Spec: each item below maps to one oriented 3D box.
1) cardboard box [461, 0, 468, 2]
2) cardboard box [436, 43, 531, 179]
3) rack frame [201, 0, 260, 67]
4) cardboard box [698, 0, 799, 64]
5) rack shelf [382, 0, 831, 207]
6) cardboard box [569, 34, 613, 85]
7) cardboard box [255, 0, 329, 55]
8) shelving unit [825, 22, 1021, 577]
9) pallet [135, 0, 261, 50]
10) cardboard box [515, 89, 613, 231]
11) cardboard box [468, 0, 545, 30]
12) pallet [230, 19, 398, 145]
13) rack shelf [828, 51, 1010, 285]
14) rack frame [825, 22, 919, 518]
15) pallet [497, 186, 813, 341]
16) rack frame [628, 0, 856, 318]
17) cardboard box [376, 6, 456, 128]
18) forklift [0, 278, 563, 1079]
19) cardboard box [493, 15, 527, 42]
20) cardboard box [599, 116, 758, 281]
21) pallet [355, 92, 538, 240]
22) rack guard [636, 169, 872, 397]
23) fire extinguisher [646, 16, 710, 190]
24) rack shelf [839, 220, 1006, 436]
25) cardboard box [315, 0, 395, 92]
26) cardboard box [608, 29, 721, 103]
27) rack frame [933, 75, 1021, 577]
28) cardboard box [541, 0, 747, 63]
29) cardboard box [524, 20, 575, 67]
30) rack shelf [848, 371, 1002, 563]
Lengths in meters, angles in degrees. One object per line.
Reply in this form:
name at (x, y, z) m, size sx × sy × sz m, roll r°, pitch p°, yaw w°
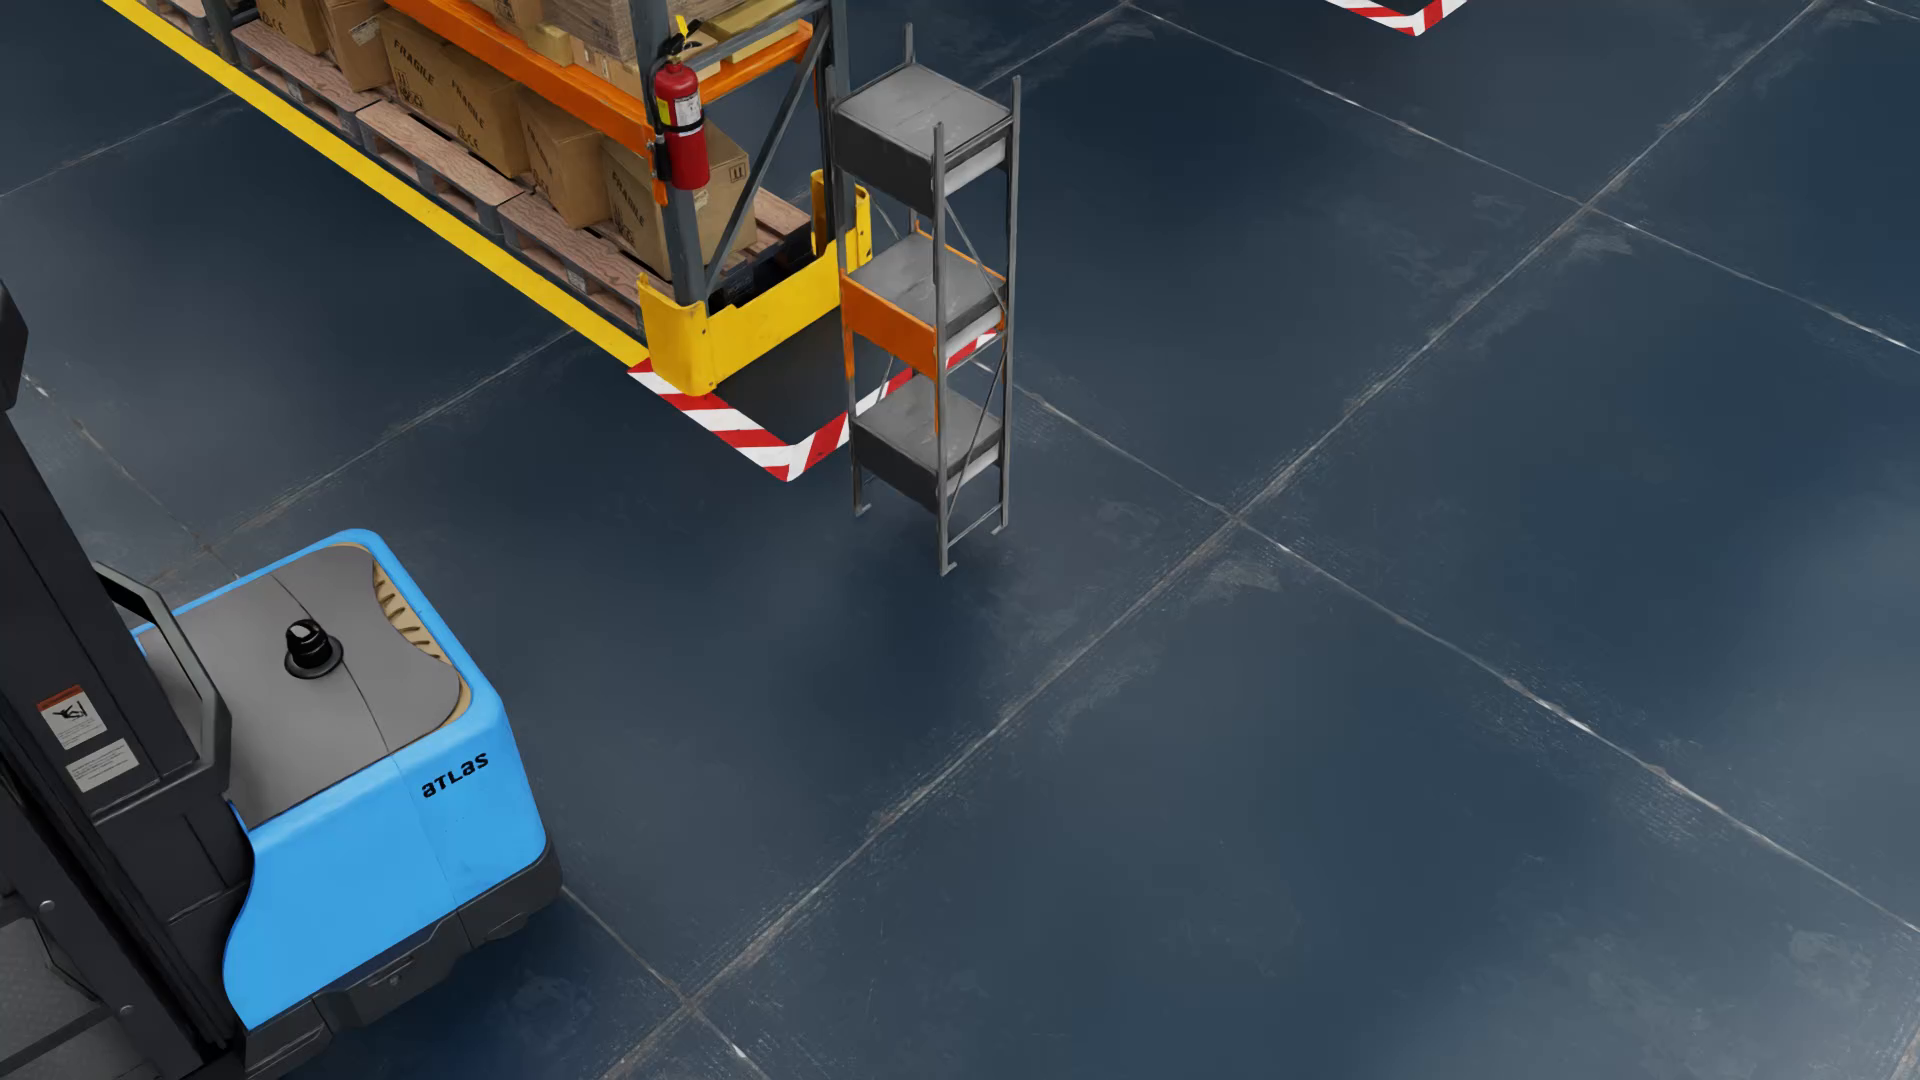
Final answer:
cardboard box at (-2.137, -2.564, 7.380) m, size 0.250 × 0.149 × 0.380 m, roll 34°, pitch 55°, yaw 28°
cardboard box at (-2.215, -2.213, 8.305) m, size 0.500 × 0.500 × 0.500 m, roll -33°, pitch 55°, yaw -27°
rack frame at (-3.797, -3.988, 8.545) m, size 0.127 × 3.000 × 1.000 m, roll 34°, pitch 55°, yaw 28°
cardboard box at (-0.906, -2.193, 7.032) m, size 0.250 × 0.149 × 0.380 m, roll 34°, pitch 55°, yaw 28°
rack shelf at (-2.328, -2.753, 7.879) m, size 4.000 × 0.370 × 1.077 m, roll 34°, pitch 55°, yaw 28°
cardboard box at (-1.391, -2.078, 6.925) m, size 0.250 × 0.149 × 0.380 m, roll 34°, pitch 55°, yaw 28°
cardboard box at (-3.531, -3.057, 9.098) m, size 0.500 × 0.500 × 0.500 m, roll 32°, pitch 55°, yaw 27°
shelving unit at (-0.122, -0.801, 6.170) m, size 0.503 × 2.100 × 0.431 m, roll 34°, pitch 55°, yaw 28°
pallet at (-4.370, -3.418, 9.923) m, size 1.213 × 0.211 × 1.003 m, roll 34°, pitch 55°, yaw 28°
cardboard box at (-1.768, -1.893, 8.005) m, size 0.500 × 0.500 × 0.500 m, roll -25°, pitch 52°, yaw -21°
cardboard box at (-1.692, -2.616, 6.984) m, size 0.500 × 0.500 × 0.875 m, roll 34°, pitch 55°, yaw 28°
pallet at (-3.280, -2.720, 9.268) m, size 1.213 × 0.211 × 1.003 m, roll 34°, pitch 55°, yaw 28°
rack shelf at (-0.122, -1.270, 5.670) m, size 0.480 × 0.518 × 0.431 m, roll 34°, pitch 55°, yaw 28°
rack frame at (-0.301, -0.921, 6.283) m, size 0.015 × 2.100 × 0.400 m, roll 34°, pitch 55°, yaw 28°
pallet at (-1.487, -1.514, 8.135) m, size 1.213 × 0.211 × 1.003 m, roll 34°, pitch 55°, yaw 28°
rack frame at (-0.858, -2.010, 6.688) m, size 0.127 × 3.000 × 1.000 m, roll 34°, pitch 55°, yaw 28°
cardboard box at (-2.595, -2.513, 8.587) m, size 0.500 × 0.500 × 0.500 m, roll 29°, pitch 53°, yaw 25°
forklift at (-2.826, 0.607, 4.278) m, size 3.031 × 2.935 × 1.130 m, roll -30°, pitch 54°, yaw -25°
cardboard box at (-1.783, -2.306, 7.139) m, size 0.250 × 0.149 × 0.380 m, roll 34°, pitch 55°, yaw 28°
cardboard box at (-1.305, -1.616, 7.745) m, size 0.500 × 0.500 × 0.500 m, roll -28°, pitch 53°, yaw -24°
pallet at (-2.379, -2.117, 8.702) m, size 1.213 × 0.211 × 1.003 m, roll 34°, pitch 55°, yaw 28°
rack guard at (-0.914, -1.192, 7.635) m, size 0.348 × 0.500 × 1.175 m, roll 34°, pitch 55°, yaw 28°
fire extinguisher at (-1.086, -1.680, 6.432) m, size 0.183 × 0.674 × 0.296 m, roll 34°, pitch 55°, yaw 28°
rack shelf at (-0.122, -0.791, 6.180) m, size 0.480 × 0.518 × 0.431 m, roll 34°, pitch 55°, yaw 28°
cardboard box at (-3.104, -2.778, 8.836) m, size 0.500 × 0.500 × 0.500 m, roll -22°, pitch 51°, yaw -19°
cardboard box at (-1.207, -1.955, 6.808) m, size 0.250 × 0.149 × 0.380 m, roll 34°, pitch 55°, yaw 28°
rack frame at (0.058, -0.680, 6.057) m, size 0.015 × 2.100 × 0.400 m, roll 34°, pitch 55°, yaw 28°
cardboard box at (-1.243, -2.433, 6.813) m, size 0.500 × 0.500 × 0.875 m, roll 34°, pitch 55°, yaw 28°
cardboard box at (-1.609, -2.174, 7.015) m, size 0.250 × 0.149 × 0.380 m, roll 34°, pitch 55°, yaw 28°
rack shelf at (-0.122, -0.312, 6.690) m, size 0.480 × 0.518 × 0.431 m, roll 34°, pitch 55°, yaw 28°
